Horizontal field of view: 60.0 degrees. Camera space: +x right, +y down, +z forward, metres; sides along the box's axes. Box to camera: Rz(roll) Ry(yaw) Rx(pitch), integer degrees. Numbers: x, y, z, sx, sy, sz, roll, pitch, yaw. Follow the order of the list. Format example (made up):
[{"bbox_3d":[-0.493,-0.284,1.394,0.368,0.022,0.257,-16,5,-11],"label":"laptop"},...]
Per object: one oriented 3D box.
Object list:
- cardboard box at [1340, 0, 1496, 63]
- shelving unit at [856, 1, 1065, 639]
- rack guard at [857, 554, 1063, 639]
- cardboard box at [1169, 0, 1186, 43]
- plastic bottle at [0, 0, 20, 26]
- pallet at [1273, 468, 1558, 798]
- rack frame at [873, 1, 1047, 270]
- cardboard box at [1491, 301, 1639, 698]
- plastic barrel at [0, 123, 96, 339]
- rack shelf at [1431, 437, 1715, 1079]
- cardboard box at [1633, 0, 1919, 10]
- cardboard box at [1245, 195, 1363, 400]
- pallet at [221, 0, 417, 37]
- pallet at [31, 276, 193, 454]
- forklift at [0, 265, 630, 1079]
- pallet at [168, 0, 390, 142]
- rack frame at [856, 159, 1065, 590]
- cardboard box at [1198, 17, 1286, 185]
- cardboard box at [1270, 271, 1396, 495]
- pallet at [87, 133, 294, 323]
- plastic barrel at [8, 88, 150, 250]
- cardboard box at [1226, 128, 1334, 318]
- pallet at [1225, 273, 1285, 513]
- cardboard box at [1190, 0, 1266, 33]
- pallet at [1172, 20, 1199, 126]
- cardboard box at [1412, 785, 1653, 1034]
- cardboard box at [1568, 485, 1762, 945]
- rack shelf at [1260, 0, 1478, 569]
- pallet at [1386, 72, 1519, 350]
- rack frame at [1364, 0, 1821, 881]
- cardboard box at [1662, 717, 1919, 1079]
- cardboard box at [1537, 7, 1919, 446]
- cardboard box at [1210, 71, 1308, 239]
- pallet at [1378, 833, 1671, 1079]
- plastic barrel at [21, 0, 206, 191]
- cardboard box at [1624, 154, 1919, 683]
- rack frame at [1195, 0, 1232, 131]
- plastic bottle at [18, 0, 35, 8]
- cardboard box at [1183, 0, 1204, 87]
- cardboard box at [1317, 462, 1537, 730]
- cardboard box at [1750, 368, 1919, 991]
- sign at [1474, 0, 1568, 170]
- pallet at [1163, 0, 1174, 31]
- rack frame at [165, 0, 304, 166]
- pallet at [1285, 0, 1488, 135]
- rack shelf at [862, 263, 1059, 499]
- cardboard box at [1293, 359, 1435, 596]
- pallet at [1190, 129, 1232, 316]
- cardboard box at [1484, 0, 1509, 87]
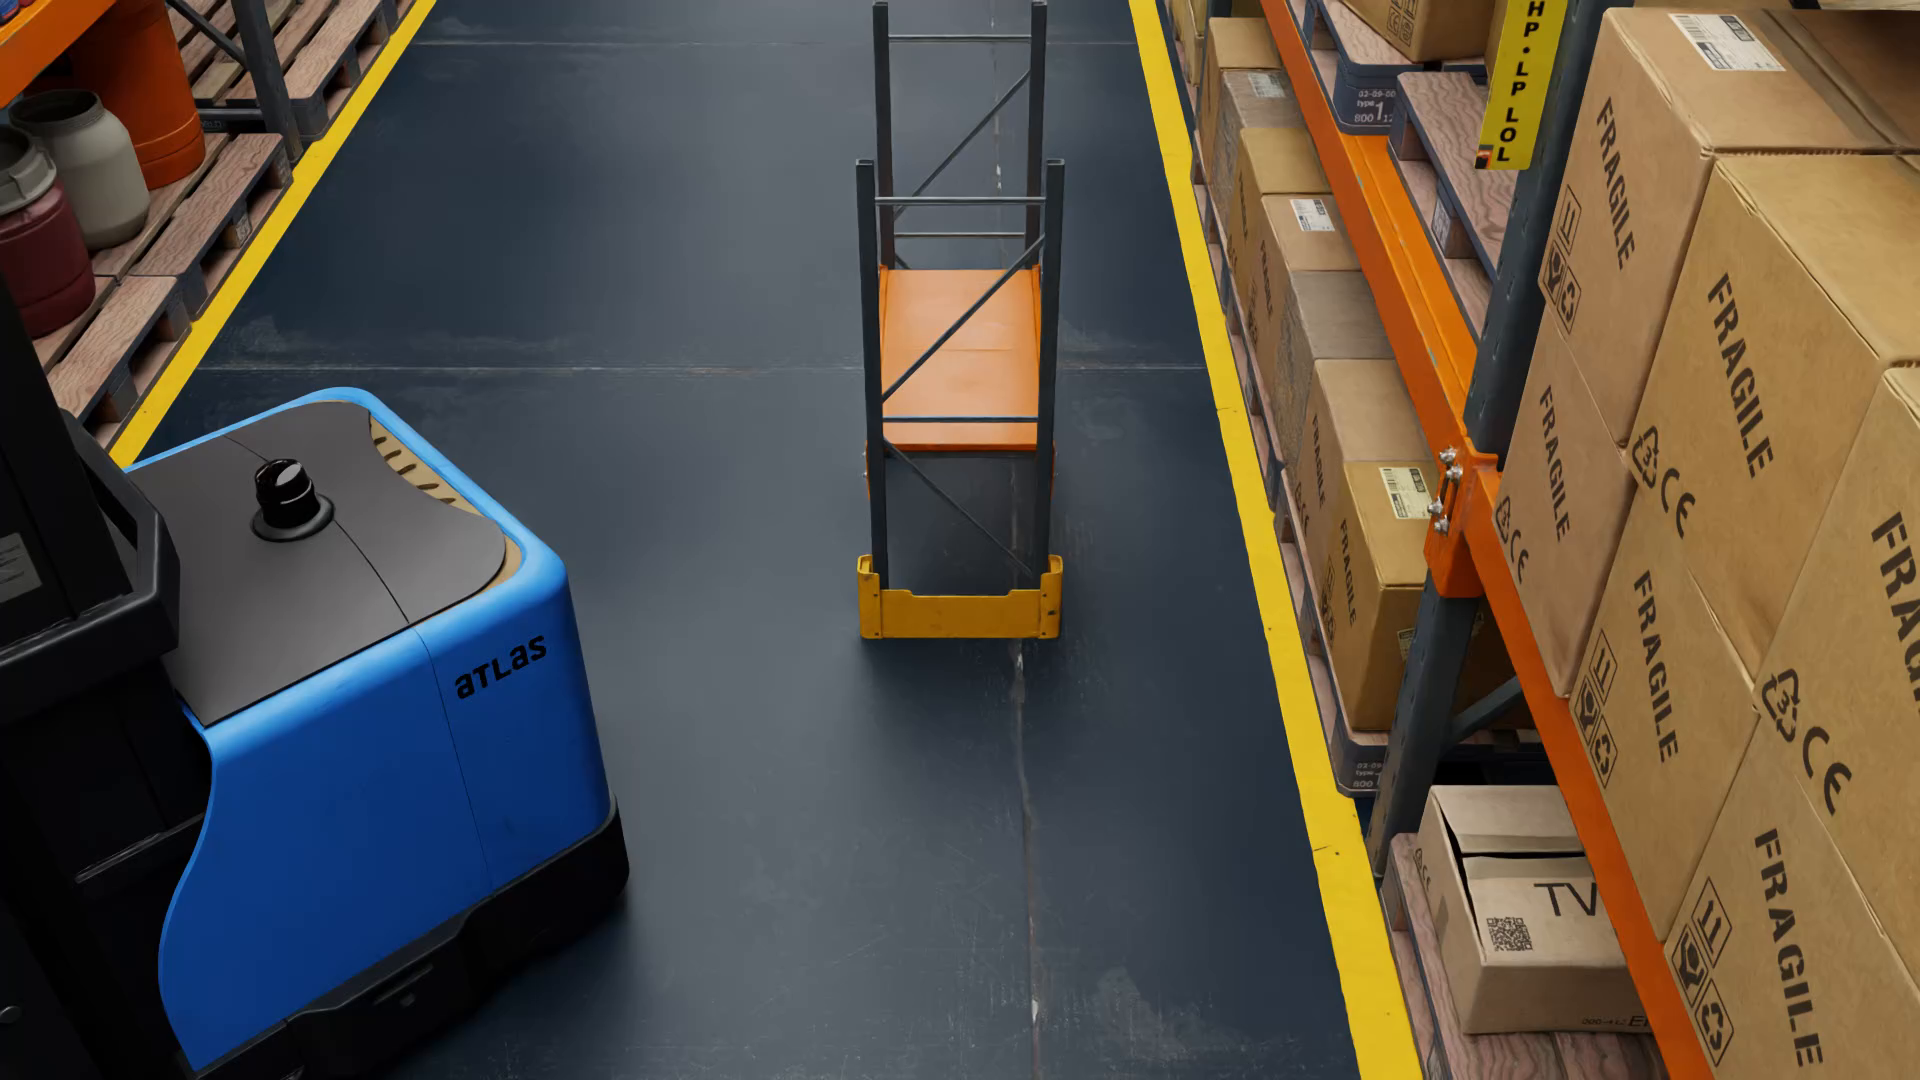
[{"bbox_3d":[1.477,-1.661,4.509,0.700,0.500,0.500,-9,40,-11],"label":"cardboard box"},{"bbox_3d":[0.000,-0.633,4.840,0.587,1.500,1.083,0,39,0],"label":"shelving unit"},{"bbox_3d":[0.000,0.166,4.843,0.587,0.250,0.087,0,39,0],"label":"rack guard"},{"bbox_3d":[1.287,-2.597,7.955,0.500,0.250,0.500,0,39,-1],"label":"cardboard box"},{"bbox_3d":[-3.030,-1.768,5.097,0.144,0.351,0.185,0,39,0],"label":"plastic bottle"},{"bbox_3d":[1.502,0.226,4.799,1.003,0.211,1.213,0,39,0],"label":"pallet"},{"bbox_3d":[-0.001,-0.956,5.244,0.500,1.500,0.032,0,39,0],"label":"rack frame"},{"bbox_3d":[1.269,-0.074,2.863,0.500,0.500,0.500,1,39,1],"label":"cardboard box"},{"bbox_3d":[-3.398,-1.065,5.772,0.600,0.588,0.708,0,39,0],"label":"plastic barrel"},{"bbox_3d":[1.543,1.178,1.957,1.077,0.370,4.000,0,39,0],"label":"rack shelf"},{"bbox_3d":[1.764,-0.853,3.500,0.700,0.500,0.500,-13,40,-15],"label":"cardboard box"},{"bbox_3d":[1.258,-0.799,5.496,0.500,0.500,0.500,-1,39,-2],"label":"cardboard box"},{"bbox_3d":[-3.378,-3.011,8.839,1.003,0.211,1.213,0,39,0],"label":"pallet"},{"bbox_3d":[-3.376,-0.512,5.720,1.003,0.211,1.213,0,39,0],"label":"pallet"},{"bbox_3d":[-2.243,0.143,2.728,3.031,2.935,1.130,-30,47,-32],"label":"forklift"},{"bbox_3d":[-3.379,-2.250,7.889,1.003,0.211,1.213,0,39,0],"label":"pallet"},{"bbox_3d":[0.000,-0.321,4.451,0.500,1.500,0.032,0,39,0],"label":"rack frame"},{"bbox_3d":[1.251,-1.767,6.703,0.500,0.500,0.500,2,39,2],"label":"cardboard box"},{"bbox_3d":[1.261,-0.481,5.099,0.500,0.500,0.500,0,39,1],"label":"cardboard box"},{"bbox_3d":[-3.375,-1.273,6.669,1.003,0.211,1.213,0,39,0],"label":"pallet"},{"bbox_3d":[-3.310,-1.388,6.237,0.421,0.512,0.421,0,39,0],"label":"plastic barrel"},{"bbox_3d":[1.253,-1.125,5.903,0.500,0.500,0.500,-1,39,-1],"label":"cardboard box"},{"bbox_3d":[1.498,-0.539,5.754,1.003,0.211,1.213,0,39,0],"label":"pallet"},{"bbox_3d":[1.289,-2.492,7.376,0.500,0.311,0.500,1,39,1],"label":"cardboard box"},{"bbox_3d":[1.574,-2.282,7.929,1.003,0.211,1.213,0,39,0],"label":"pallet"},{"bbox_3d":[1.325,0.786,3.668,0.500,0.311,0.500,0,39,0],"label":"cardboard box"},{"bbox_3d":[1.273,0.246,2.464,0.500,0.500,0.500,1,39,1],"label":"cardboard box"},{"bbox_3d":[1.538,-1.324,5.078,1.077,0.370,4.000,0,39,0],"label":"rack shelf"},{"bbox_3d":[1.649,-0.779,3.976,1.003,0.211,1.213,0,39,0],"label":"pallet"},{"bbox_3d":[1.541,-0.354,3.293,1.000,3.000,0.127,0,39,0],"label":"rack frame"},{"bbox_3d":[1.271,0.559,2.074,0.500,0.500,0.500,0,39,0],"label":"cardboard box"},{"bbox_3d":[1.260,-0.488,2.581,0.500,0.500,0.500,1,39,1],"label":"cardboard box"},{"bbox_3d":[1.257,-1.439,6.294,0.500,0.500,0.500,-1,39,-2],"label":"cardboard box"},{"bbox_3d":[1.541,1.164,3.629,1.003,0.211,1.213,0,39,0],"label":"pallet"},{"bbox_3d":[-3.400,-1.865,6.578,0.600,0.830,0.708,0,39,0],"label":"plastic barrel"},{"bbox_3d":[1.261,-0.165,2.178,0.500,0.500,0.500,-1,39,-1],"label":"cardboard box"},{"bbox_3d":[1.536,-2.855,6.414,1.000,3.000,0.127,0,39,0],"label":"rack frame"},{"bbox_3d":[-2.989,-1.841,5.242,0.061,0.283,0.133,0,39,0],"label":"plastic bottle"},{"bbox_3d":[1.292,-2.275,7.553,0.500,0.250,0.500,1,39,1],"label":"cardboard box"},{"bbox_3d":[1.254,0.142,4.322,0.500,0.500,0.500,0,39,0],"label":"cardboard box"},{"bbox_3d":[1.261,0.156,1.777,0.500,0.500,0.500,-1,39,-1],"label":"cardboard box"},{"bbox_3d":[0.986,-0.803,2.927,0.100,0.325,0.005,0,39,0],"label":"sign"},{"bbox_3d":[1.576,-3.043,8.878,1.003,0.211,1.213,0,39,0],"label":"pallet"},{"bbox_3d":[-3.417,-2.854,6.413,1.000,3.000,0.127,0,39,0],"label":"rack frame"},{"bbox_3d":[1.543,-1.564,4.957,1.003,0.211,1.213,0,39,0],"label":"pallet"},{"bbox_3d":[0.000,-0.498,4.960,0.538,0.185,1.000,0,39,0],"label":"rack shelf"},{"bbox_3d":[1.261,-0.167,4.707,0.500,0.500,0.500,0,39,0],"label":"cardboard box"},{"bbox_3d":[1.499,-1.300,6.703,1.003,0.211,1.213,0,39,0],"label":"pallet"},{"bbox_3d":[1.700,-1.283,4.037,0.700,0.500,0.500,6,39,7],"label":"cardboard box"}]
